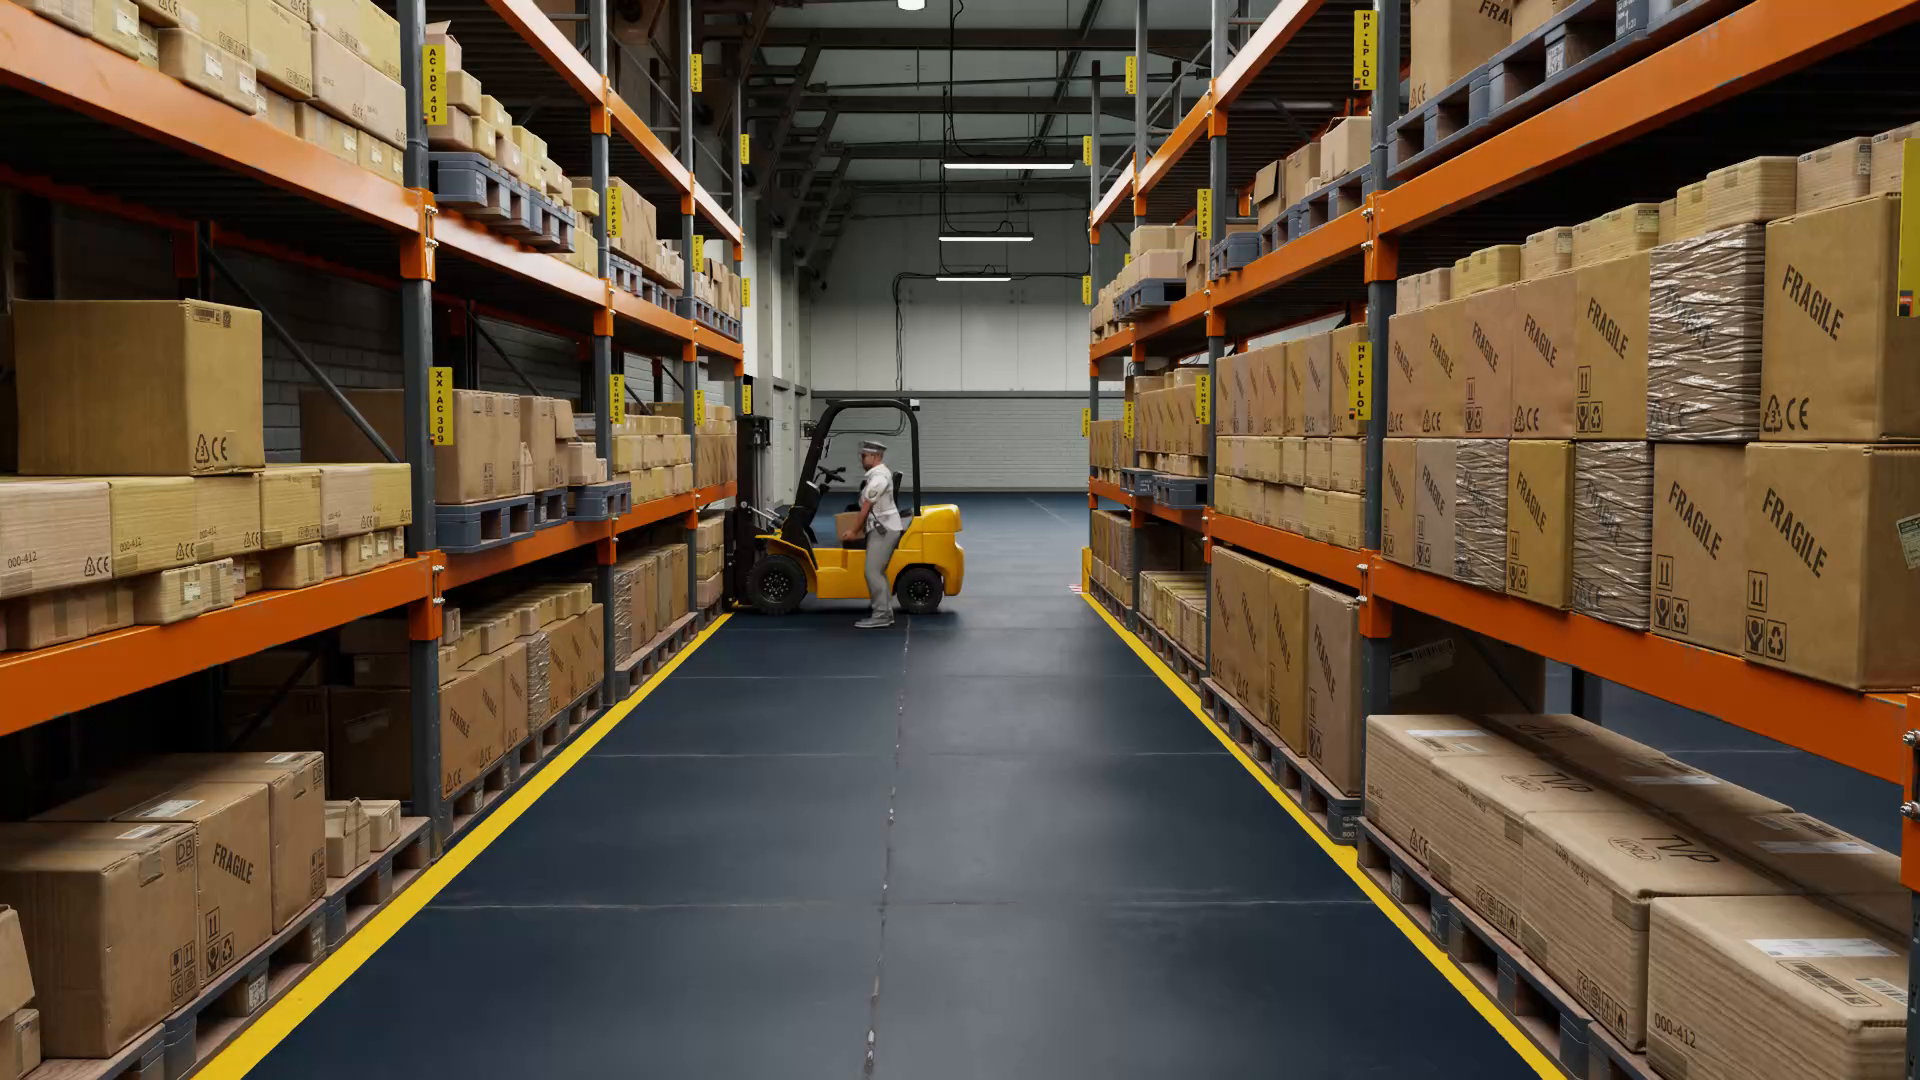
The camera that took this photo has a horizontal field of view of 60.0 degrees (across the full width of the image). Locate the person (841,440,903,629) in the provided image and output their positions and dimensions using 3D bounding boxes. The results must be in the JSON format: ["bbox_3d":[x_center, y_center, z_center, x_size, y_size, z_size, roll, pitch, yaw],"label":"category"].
[{"bbox_3d":[-0.837,-0.057,15.566,0.555,1.759,0.489,0,4,-2],"label":"person"}]
